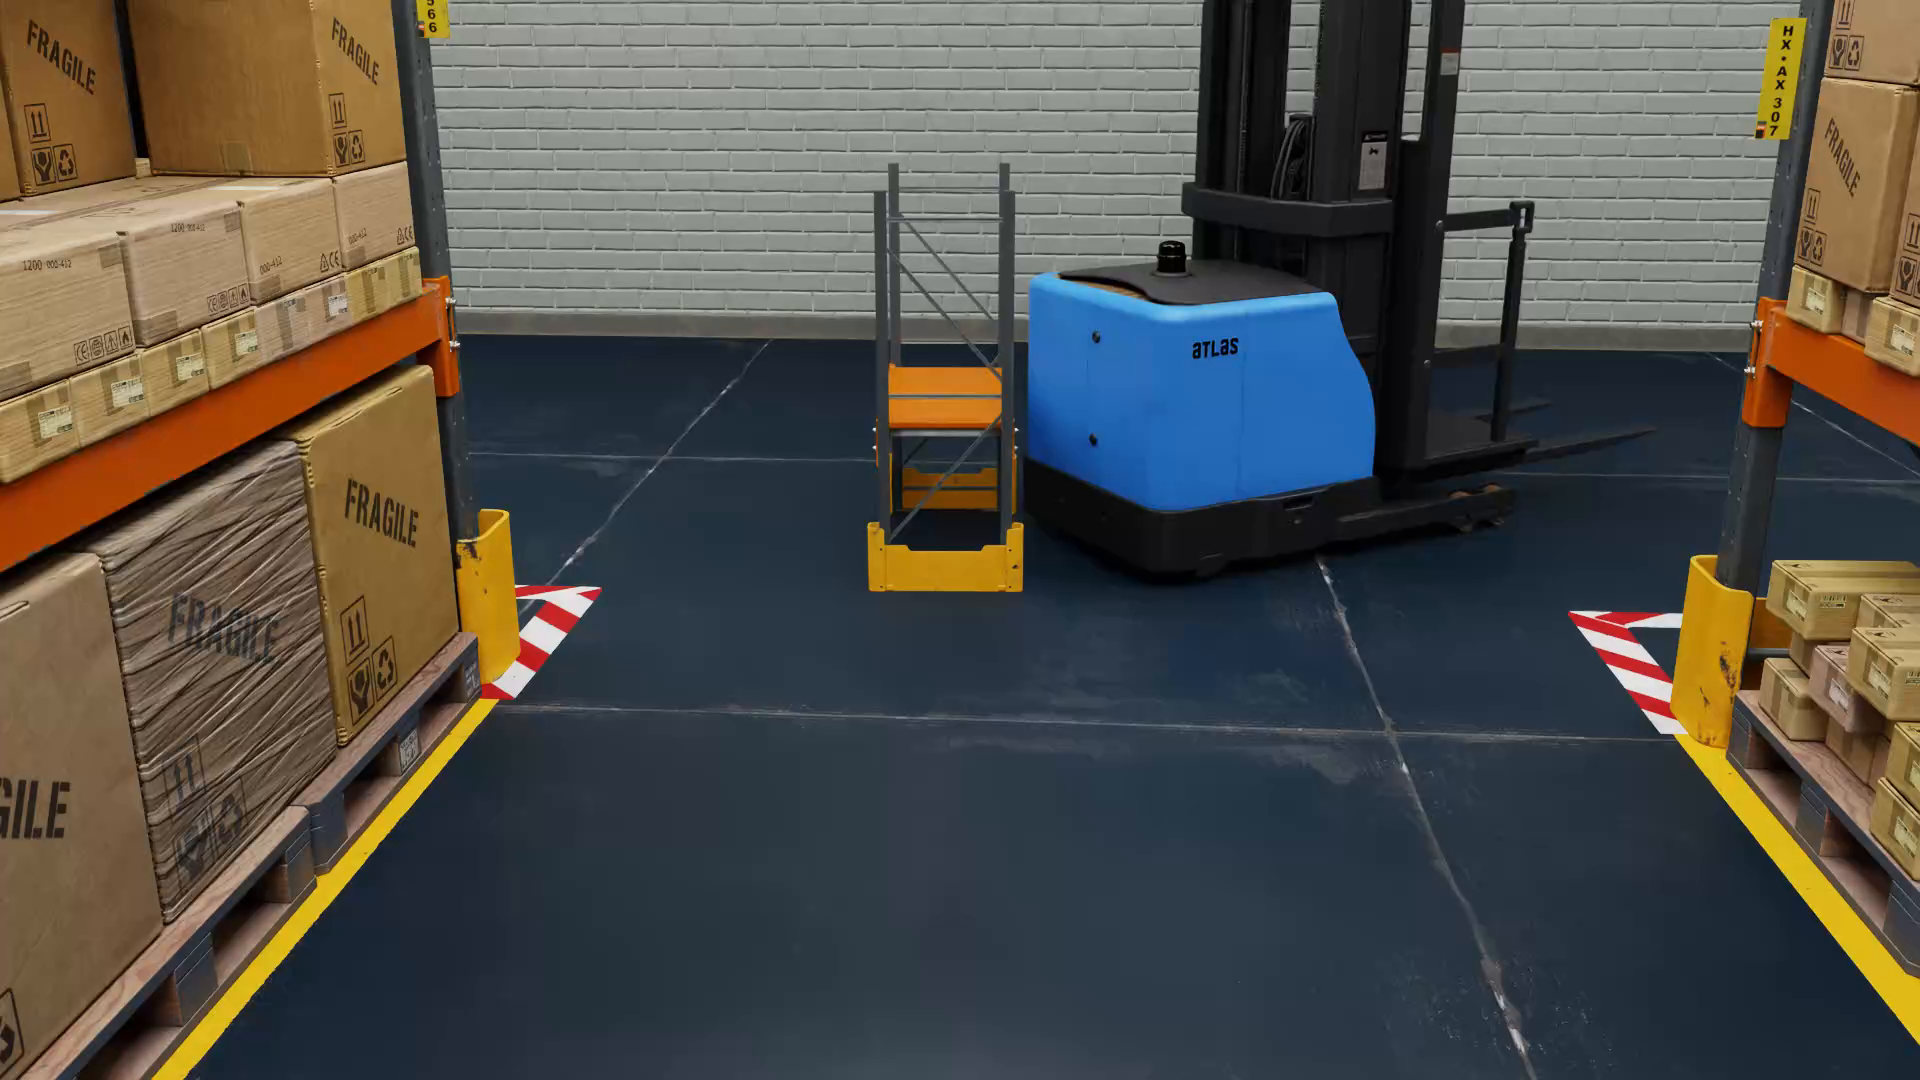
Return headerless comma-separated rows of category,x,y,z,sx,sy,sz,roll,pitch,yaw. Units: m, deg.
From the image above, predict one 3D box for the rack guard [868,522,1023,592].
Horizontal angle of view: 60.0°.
rack guard,-0.055,0.065,6.324,0.587,0.250,0.087,0,18,0

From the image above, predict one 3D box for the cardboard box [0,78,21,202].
cardboard box,-2.477,-0.971,3.629,0.500,0.500,0.500,1,18,2

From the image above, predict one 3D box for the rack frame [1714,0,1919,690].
rack frame,2.833,-0.862,4.737,1.000,3.000,0.127,1,18,4

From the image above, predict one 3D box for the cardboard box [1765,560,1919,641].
cardboard box,2.457,0.165,4.550,0.380,0.149,0.250,0,18,1

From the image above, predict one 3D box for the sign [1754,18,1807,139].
sign,2.292,-1.286,4.639,0.100,0.325,0.005,1,18,4

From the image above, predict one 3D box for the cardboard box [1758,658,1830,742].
cardboard box,2.476,0.449,4.641,0.380,0.149,0.250,2,18,5

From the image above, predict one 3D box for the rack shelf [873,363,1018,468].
rack shelf,-0.050,-0.510,6.650,0.538,0.185,1.000,0,18,0

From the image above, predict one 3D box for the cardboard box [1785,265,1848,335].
cardboard box,2.483,-0.650,4.492,0.380,0.149,0.250,1,18,3

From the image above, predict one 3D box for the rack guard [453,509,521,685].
rack guard,-2.105,0.176,5.583,1.175,0.500,0.348,1,18,4

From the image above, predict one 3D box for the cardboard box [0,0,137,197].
cardboard box,-2.446,-1.132,4.121,0.500,0.500,0.500,1,18,3

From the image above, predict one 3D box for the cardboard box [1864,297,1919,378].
cardboard box,2.434,-0.487,3.996,0.380,0.149,0.250,1,18,2

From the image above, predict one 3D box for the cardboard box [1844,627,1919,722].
cardboard box,2.411,0.329,4.050,0.380,0.149,0.250,1,18,4

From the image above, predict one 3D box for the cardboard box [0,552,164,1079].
cardboard box,-2.202,0.565,3.118,0.875,0.875,0.875,1,18,4

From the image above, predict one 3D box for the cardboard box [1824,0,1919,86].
cardboard box,2.536,-1.393,4.112,0.500,0.500,0.500,1,18,4

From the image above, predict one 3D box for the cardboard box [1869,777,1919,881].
cardboard box,2.401,0.686,3.917,0.380,0.149,0.250,2,18,5

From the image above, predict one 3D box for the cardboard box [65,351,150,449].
cardboard box,-1.914,-0.292,3.401,0.380,0.149,0.250,2,18,5

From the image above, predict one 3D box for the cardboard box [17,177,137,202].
cardboard box,-2.441,-0.770,4.218,0.500,0.250,0.500,1,18,3

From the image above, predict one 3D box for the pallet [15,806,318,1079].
pallet,-2.176,0.949,3.689,1.003,0.211,1.213,1,18,4

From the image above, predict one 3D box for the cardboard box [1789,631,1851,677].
cardboard box,2.540,0.309,4.590,0.380,0.149,0.250,2,18,6

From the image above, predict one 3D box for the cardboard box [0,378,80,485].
cardboard box,-1.930,-0.211,3.154,0.380,0.149,0.250,1,18,2

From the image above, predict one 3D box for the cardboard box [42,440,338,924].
cardboard box,-2.138,0.289,3.962,0.875,0.875,0.875,1,18,4

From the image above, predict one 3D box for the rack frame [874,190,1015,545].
rack frame,-0.055,-0.523,6.111,0.500,1.500,0.032,0,18,0

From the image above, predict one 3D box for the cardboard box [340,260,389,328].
cardboard box,-1.821,-0.686,4.604,0.380,0.149,0.250,1,18,4

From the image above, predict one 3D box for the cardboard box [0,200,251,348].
cardboard box,-1.950,-0.602,3.707,0.500,0.250,0.500,1,18,2

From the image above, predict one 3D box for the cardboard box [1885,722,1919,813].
cardboard box,2.408,0.548,3.861,0.380,0.149,0.250,2,18,6

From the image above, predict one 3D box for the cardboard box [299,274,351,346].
cardboard box,-1.840,-0.608,4.364,0.380,0.149,0.250,1,18,4

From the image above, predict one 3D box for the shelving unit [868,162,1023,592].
shelving unit,-0.050,-0.684,6.602,0.587,1.500,1.083,0,18,0

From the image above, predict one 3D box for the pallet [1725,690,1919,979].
pallet,2.734,0.738,4.332,1.003,0.211,1.213,1,18,4

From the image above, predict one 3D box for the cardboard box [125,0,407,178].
cardboard box,-1.879,-1.274,4.551,0.500,0.500,0.500,2,18,5

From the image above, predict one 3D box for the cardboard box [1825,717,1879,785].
cardboard box,2.539,0.532,4.387,0.380,0.149,0.250,1,18,4

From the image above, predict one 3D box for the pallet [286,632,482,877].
pallet,-2.086,0.571,4.842,1.003,0.211,1.213,1,18,4

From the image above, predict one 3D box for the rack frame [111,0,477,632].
rack frame,-2.107,-1.004,5.171,1.000,3.000,0.127,1,18,4

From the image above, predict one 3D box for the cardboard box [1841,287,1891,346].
cardboard box,2.506,-0.570,4.248,0.380,0.149,0.250,2,18,6

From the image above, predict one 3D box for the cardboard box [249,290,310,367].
cardboard box,-1.859,-0.530,4.128,0.380,0.149,0.250,2,18,5

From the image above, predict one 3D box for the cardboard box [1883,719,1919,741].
cardboard box,2.534,0.470,4.097,0.380,0.149,0.250,2,18,5

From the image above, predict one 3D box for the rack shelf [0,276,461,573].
rack shelf,-2.250,-0.041,3.387,1.077,0.370,4.000,1,18,4

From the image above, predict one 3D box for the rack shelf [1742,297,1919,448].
rack shelf,2.690,0.101,2.954,1.077,0.370,4.000,1,18,4

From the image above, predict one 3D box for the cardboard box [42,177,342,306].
cardboard box,-1.914,-0.760,4.190,0.500,0.250,0.500,1,18,3

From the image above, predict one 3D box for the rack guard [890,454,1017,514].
rack guard,-0.045,-0.245,7.270,0.587,0.250,0.087,0,18,0

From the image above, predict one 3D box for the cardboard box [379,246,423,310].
cardboard box,-1.804,-0.767,4.850,0.380,0.149,0.250,2,18,5

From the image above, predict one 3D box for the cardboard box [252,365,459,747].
cardboard box,-2.073,0.006,4.824,0.875,0.875,0.875,1,18,4

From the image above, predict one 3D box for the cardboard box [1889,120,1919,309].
cardboard box,2.513,-0.751,3.760,0.500,0.500,0.500,1,18,4

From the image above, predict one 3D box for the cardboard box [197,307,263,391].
cardboard box,-1.876,-0.450,3.882,0.380,0.149,0.250,1,18,3

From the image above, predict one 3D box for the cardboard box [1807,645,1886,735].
cardboard box,2.464,0.392,4.335,0.380,0.149,0.250,1,18,4

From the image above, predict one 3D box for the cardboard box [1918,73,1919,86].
cardboard box,2.507,-1.236,3.633,0.500,0.500,0.500,2,18,6

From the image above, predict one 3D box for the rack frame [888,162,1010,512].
rack frame,-0.045,-0.840,7.077,0.500,1.500,0.032,0,18,0

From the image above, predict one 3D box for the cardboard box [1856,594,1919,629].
cardboard box,2.557,0.254,4.280,0.380,0.149,0.250,2,18,5

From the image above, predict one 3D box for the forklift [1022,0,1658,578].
forklift,1.803,-1.562,6.984,3.031,2.935,1.130,-10,21,-28

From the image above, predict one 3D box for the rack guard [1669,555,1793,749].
rack guard,2.828,0.349,5.054,1.175,0.500,0.348,1,18,4

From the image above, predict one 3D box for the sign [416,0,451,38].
sign,-1.566,-1.651,4.904,0.100,0.325,0.005,1,18,4

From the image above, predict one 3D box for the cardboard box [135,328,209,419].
cardboard box,-1.894,-0.369,3.636,0.380,0.149,0.250,1,18,4

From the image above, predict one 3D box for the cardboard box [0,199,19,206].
cardboard box,-2.481,-0.614,3.742,0.500,0.250,0.500,1,18,2

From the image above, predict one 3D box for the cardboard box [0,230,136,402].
cardboard box,-1.983,-0.441,3.213,0.500,0.250,0.500,1,18,4

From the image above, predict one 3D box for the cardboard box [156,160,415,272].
cardboard box,-1.877,-0.918,4.671,0.500,0.250,0.500,1,18,3

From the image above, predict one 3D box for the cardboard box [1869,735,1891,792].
cardboard box,2.528,0.609,4.151,0.380,0.149,0.250,1,18,5

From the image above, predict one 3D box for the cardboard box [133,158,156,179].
cardboard box,-2.410,-0.931,4.711,0.500,0.250,0.500,1,18,2

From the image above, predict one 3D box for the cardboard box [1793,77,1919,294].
cardboard box,2.526,-0.918,4.269,0.500,0.500,0.500,2,18,7
